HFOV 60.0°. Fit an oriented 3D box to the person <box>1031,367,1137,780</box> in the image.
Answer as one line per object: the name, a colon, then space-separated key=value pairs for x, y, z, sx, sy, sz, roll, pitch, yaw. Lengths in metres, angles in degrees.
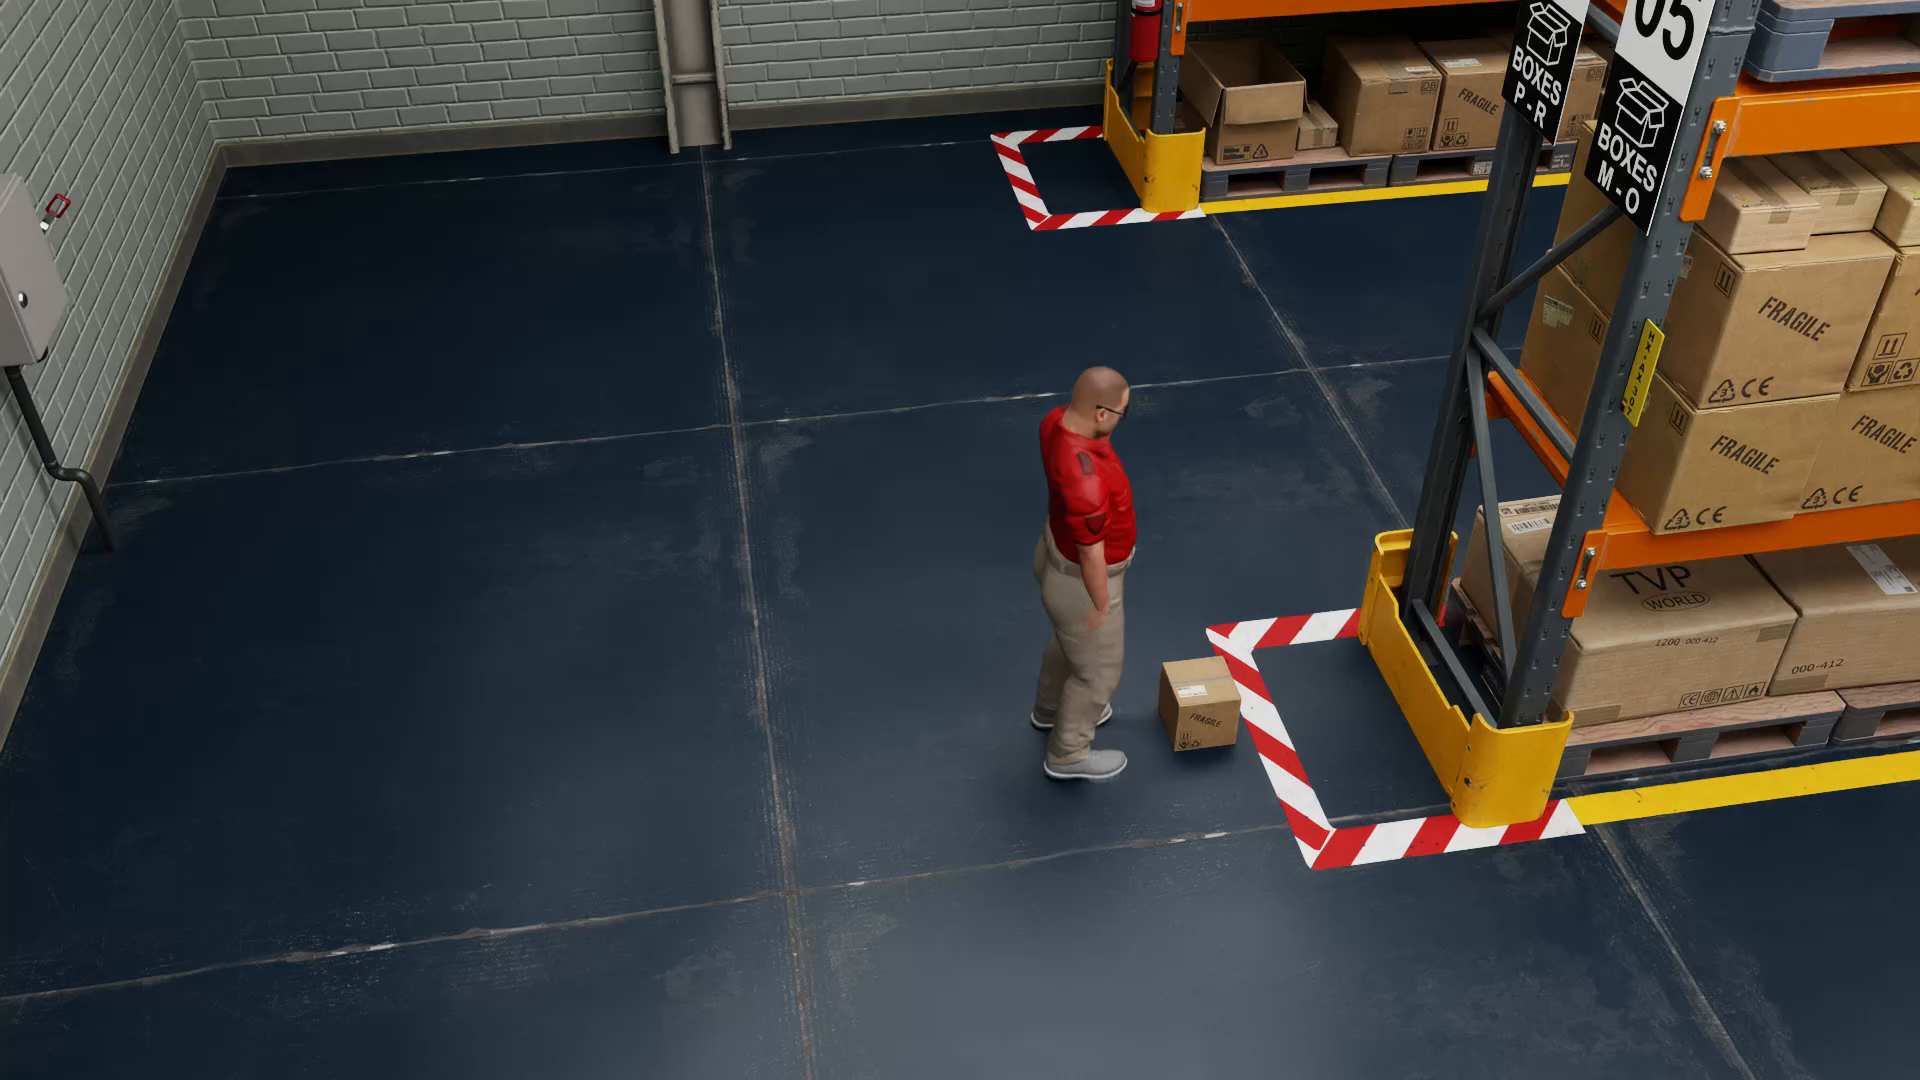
person: x=0.448 y=0.114 z=6.040 sx=0.356 sy=1.719 sz=0.534 roll=-6 pitch=39 yaw=-7
